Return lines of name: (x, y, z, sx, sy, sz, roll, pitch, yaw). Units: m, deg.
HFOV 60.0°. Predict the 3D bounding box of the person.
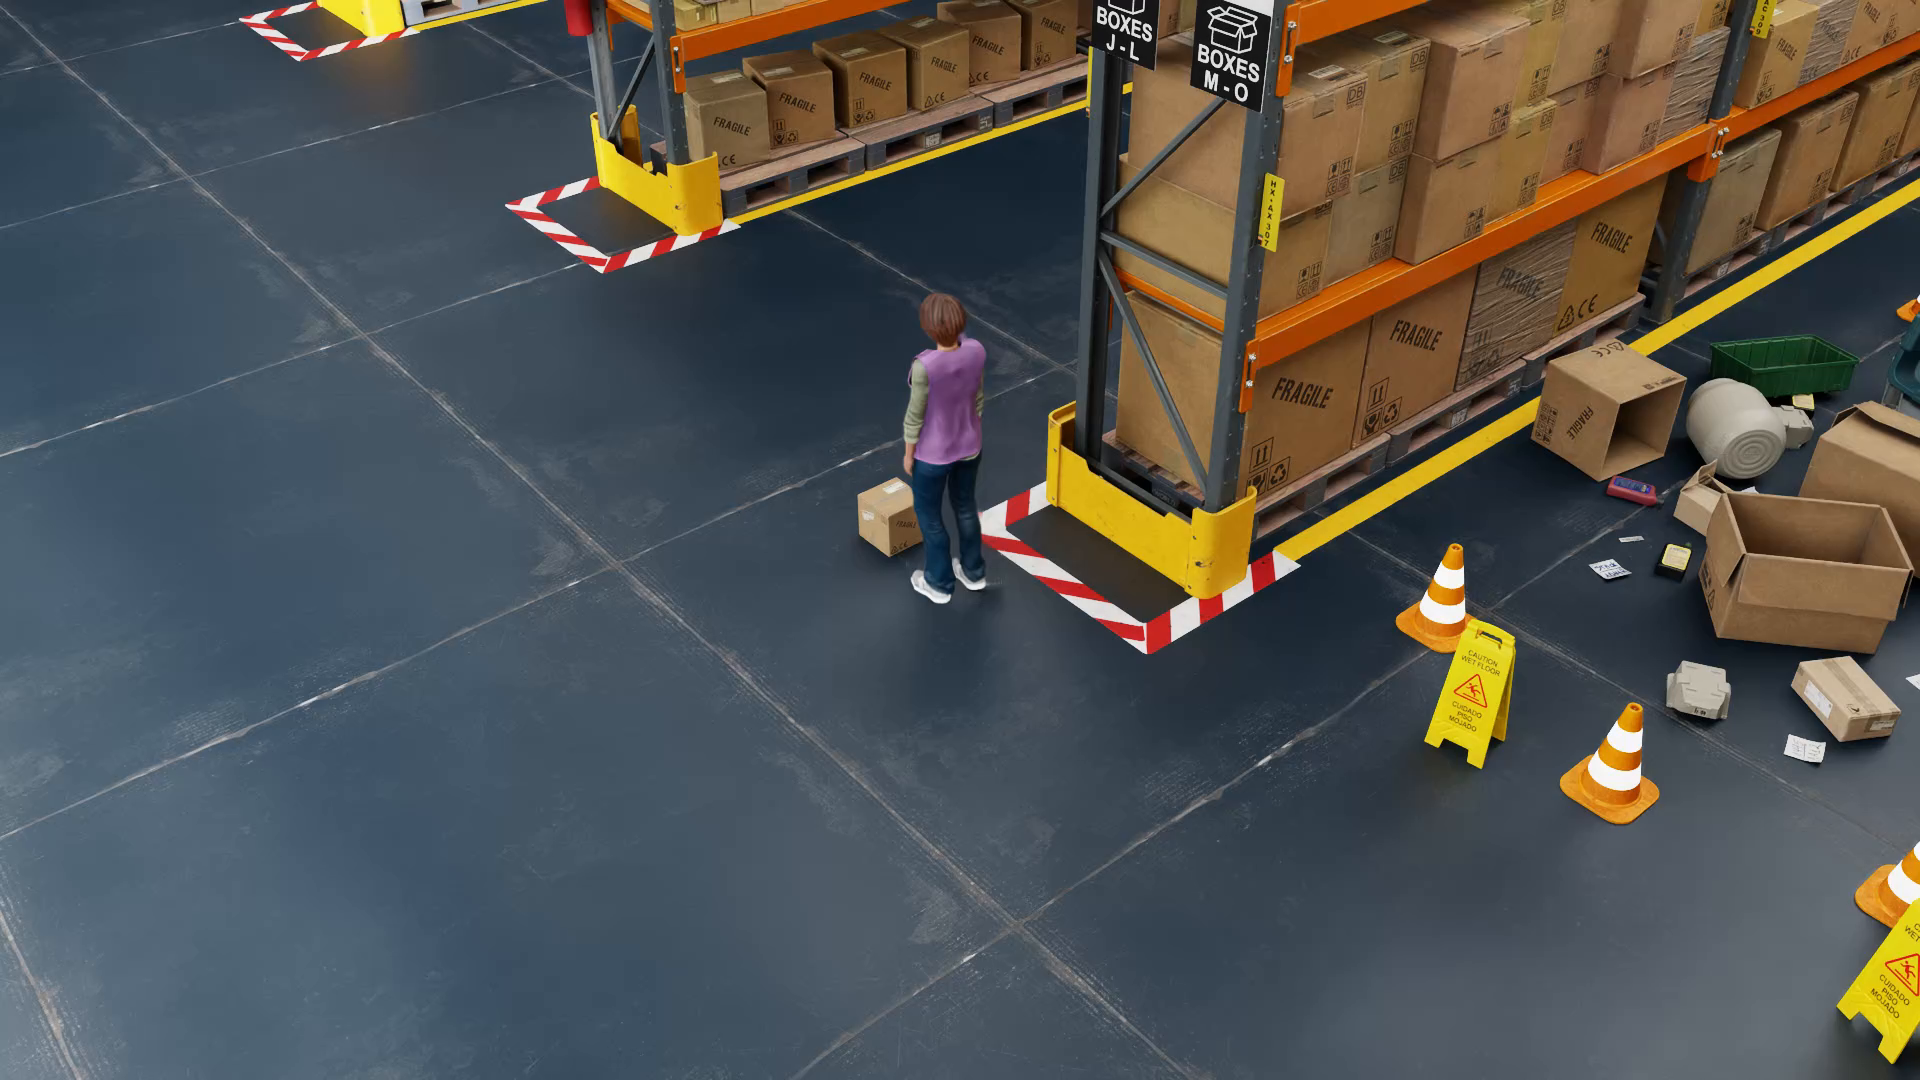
person: (-0.077, -0.405, 7.644, 0.407, 1.596, 0.303, -22, 42, -26)
